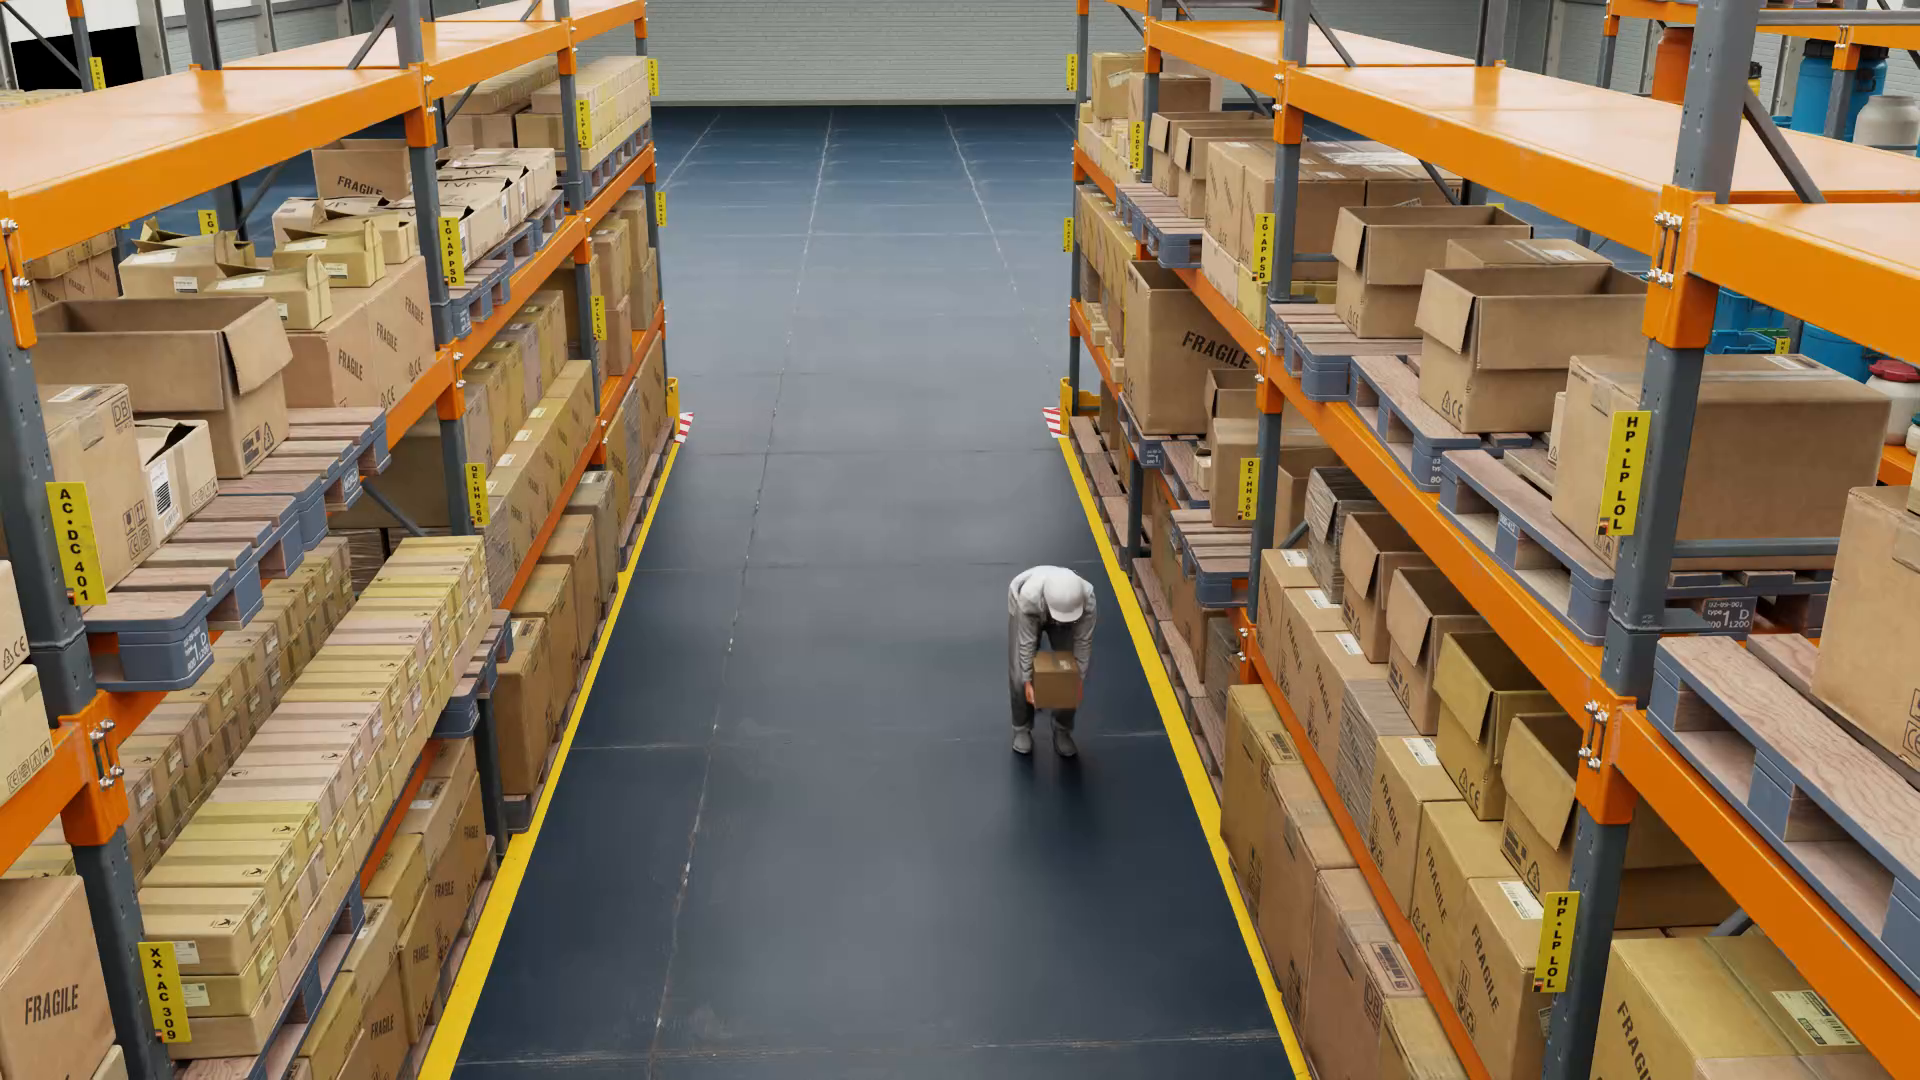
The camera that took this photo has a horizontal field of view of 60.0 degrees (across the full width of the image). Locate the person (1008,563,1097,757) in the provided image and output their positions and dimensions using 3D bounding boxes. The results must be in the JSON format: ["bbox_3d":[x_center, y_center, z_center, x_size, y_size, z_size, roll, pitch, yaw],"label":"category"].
[{"bbox_3d":[0.544,0.669,9.782,0.473,1.390,0.919,-2,20,-5],"label":"person"}]
